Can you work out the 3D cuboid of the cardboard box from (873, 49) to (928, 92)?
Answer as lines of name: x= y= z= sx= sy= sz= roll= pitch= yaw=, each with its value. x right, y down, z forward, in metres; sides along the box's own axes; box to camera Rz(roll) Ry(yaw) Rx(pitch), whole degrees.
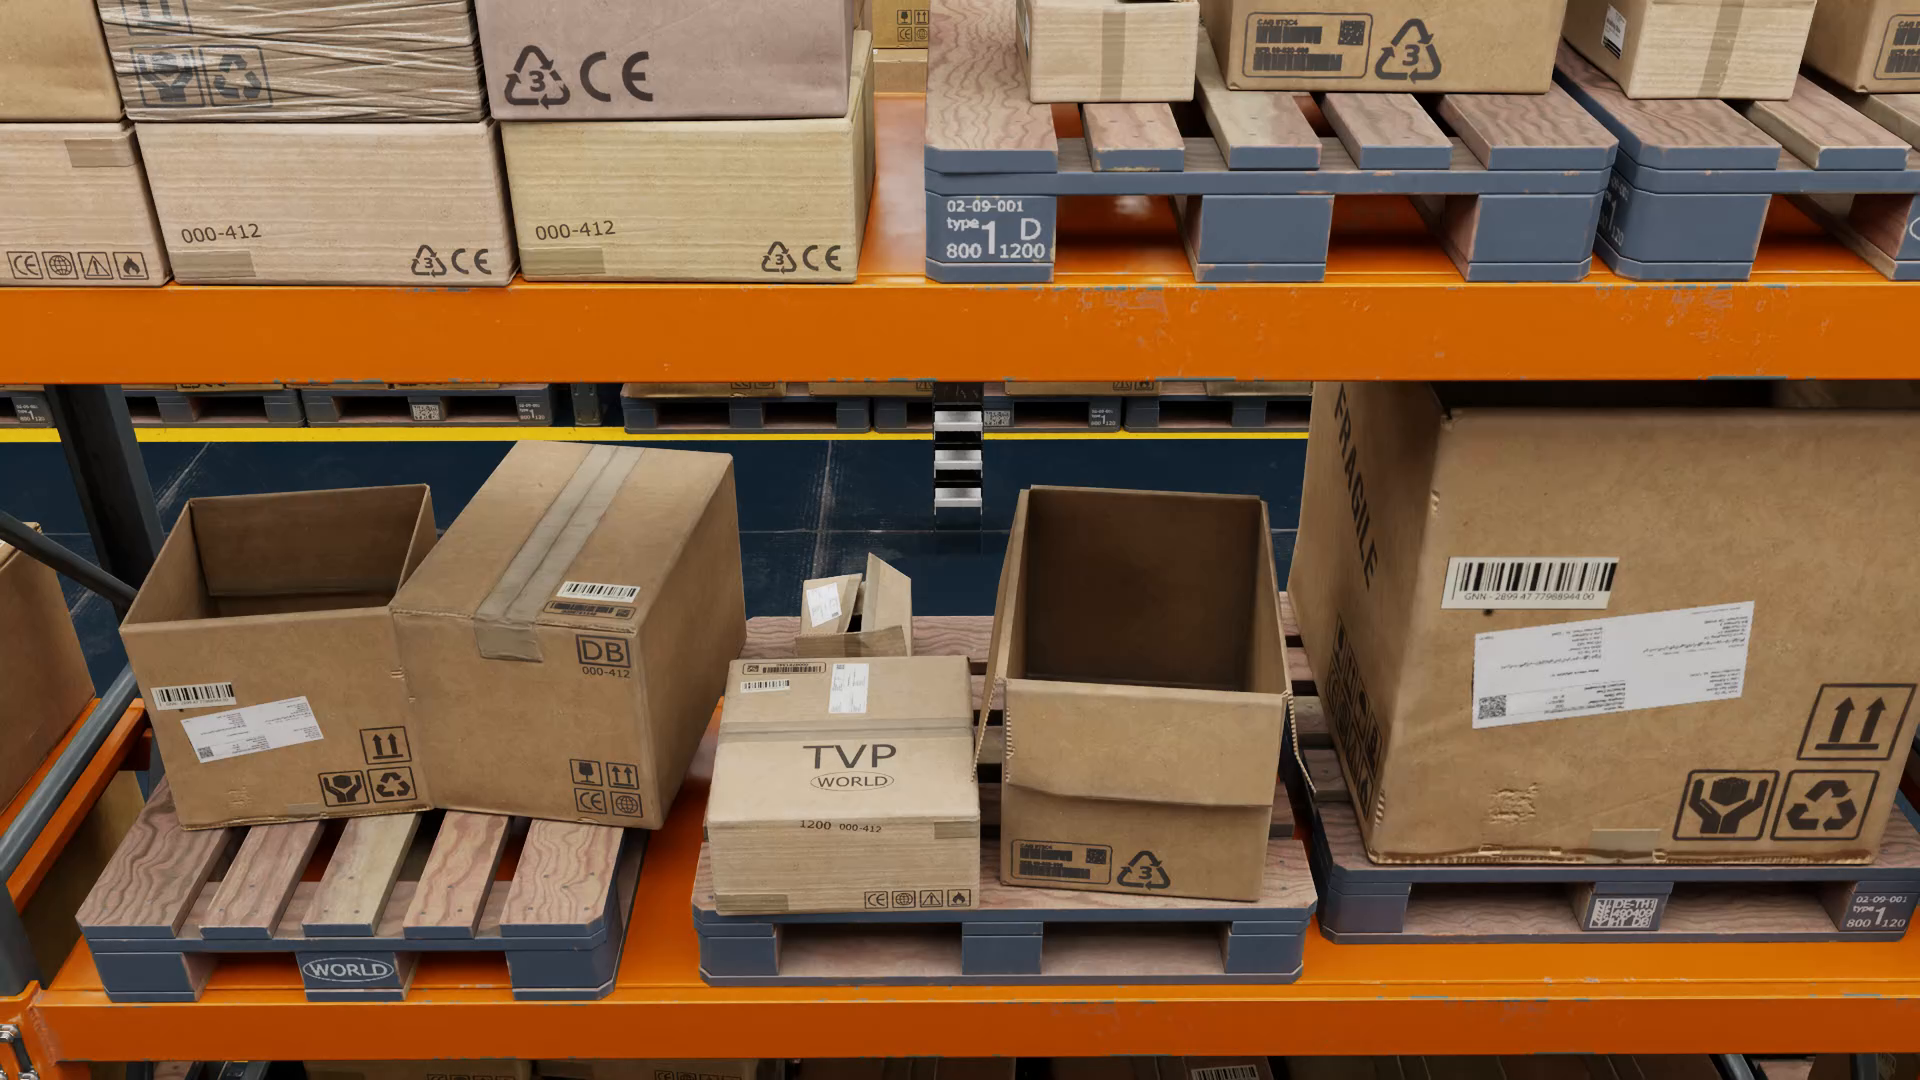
cardboard box: x=-0.364 y=-2.003 z=7.563 sx=0.500 sy=0.500 sz=0.500 roll=0 pitch=31 yaw=0

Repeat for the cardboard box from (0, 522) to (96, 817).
cardboard box: x=-2.386 y=0.296 z=3.774 sx=0.500 sy=0.500 sz=0.500 roll=1 pitch=31 yaw=1

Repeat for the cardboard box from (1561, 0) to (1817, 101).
cardboard box: x=1.162 y=-0.884 z=2.648 sx=0.258 sy=0.266 sz=0.396 roll=1 pitch=31 yaw=1

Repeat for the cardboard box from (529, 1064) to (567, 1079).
cardboard box: x=-1.229 y=1.347 z=4.124 sx=0.500 sy=0.500 sz=0.700 roll=-2 pitch=31 yaw=-3

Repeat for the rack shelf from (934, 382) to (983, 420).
rack shelf: x=-0.008 y=-0.587 z=6.894 sx=0.200 sy=0.077 sz=0.258 roll=0 pitch=31 yaw=0

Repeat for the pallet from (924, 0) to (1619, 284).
pallet: x=0.446 y=-0.785 z=2.941 sx=1.003 sy=0.211 sz=1.213 roll=0 pitch=31 yaw=0

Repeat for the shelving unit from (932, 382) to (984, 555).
shelving unit: x=-0.008 y=-0.385 z=7.017 sx=0.210 sy=0.900 sz=0.258 roll=0 pitch=31 yaw=0

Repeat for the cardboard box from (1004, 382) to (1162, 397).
cardboard box: x=0.587 y=-1.275 z=8.224 sx=0.750 sy=0.750 sz=1.050 roll=0 pitch=31 yaw=0

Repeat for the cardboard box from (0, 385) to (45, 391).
cardboard box: x=-4.558 y=-1.060 z=8.111 sx=0.500 sy=0.500 sz=0.500 roll=1 pitch=31 yaw=2

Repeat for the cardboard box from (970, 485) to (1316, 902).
cardboard box: x=0.368 y=0.296 z=3.367 sx=0.637 sy=0.503 sz=0.797 roll=3 pitch=31 yaw=5

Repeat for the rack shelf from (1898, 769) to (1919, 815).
rack shelf: x=4.101 y=0.767 z=3.787 sx=4.000 sy=0.370 sz=1.077 roll=0 pitch=31 yaw=0

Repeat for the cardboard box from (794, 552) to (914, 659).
cardboard box: x=-0.233 y=0.211 z=3.735 sx=0.258 sy=0.266 sz=0.396 roll=-1 pitch=31 yaw=-2

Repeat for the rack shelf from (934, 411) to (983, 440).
rack shelf: x=-0.008 y=-0.510 z=6.940 sx=0.200 sy=0.077 sz=0.258 roll=0 pitch=31 yaw=0

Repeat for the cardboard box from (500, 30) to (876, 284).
cardboard box: x=-0.400 y=-0.617 z=2.628 sx=0.500 sy=0.250 sz=0.500 roll=0 pitch=31 yaw=1

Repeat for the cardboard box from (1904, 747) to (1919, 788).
cardboard box: x=2.314 y=0.420 z=3.908 sx=0.250 sy=0.149 sz=0.380 roll=0 pitch=31 yaw=0

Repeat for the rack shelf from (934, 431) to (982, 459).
rack shelf: x=-0.008 y=-0.433 z=6.987 sx=0.200 sy=0.077 sz=0.258 roll=0 pitch=31 yaw=0

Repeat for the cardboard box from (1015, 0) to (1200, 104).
cardboard box: x=0.227 y=-0.838 z=2.669 sx=0.250 sy=0.166 sz=0.380 roll=-1 pitch=31 yaw=-2

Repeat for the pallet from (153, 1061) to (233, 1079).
pallet: x=-2.688 y=1.634 z=4.353 sx=1.213 sy=0.211 sz=1.003 roll=0 pitch=31 yaw=0

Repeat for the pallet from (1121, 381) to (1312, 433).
pallet: x=1.401 y=-0.873 z=8.486 sx=1.213 sy=0.211 sz=1.003 roll=0 pitch=31 yaw=0

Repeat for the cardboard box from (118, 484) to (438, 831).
cardboard box: x=-1.359 y=0.234 z=3.472 sx=0.500 sy=0.500 sz=0.500 roll=-4 pitch=31 yaw=-6

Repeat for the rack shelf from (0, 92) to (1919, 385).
rack shelf: x=0.101 y=-0.503 z=2.988 sx=4.000 sy=0.370 sz=1.077 roll=0 pitch=31 yaw=0

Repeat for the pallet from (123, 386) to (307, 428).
pallet: x=-3.826 y=-0.898 z=8.527 sx=1.213 sy=0.211 sz=1.003 roll=0 pitch=31 yaw=0

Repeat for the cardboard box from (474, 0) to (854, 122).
cardboard box: x=-0.417 y=-0.933 z=2.427 sx=0.500 sy=0.500 sz=0.500 roll=-1 pitch=31 yaw=-2

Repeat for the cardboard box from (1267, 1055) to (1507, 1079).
cardboard box: x=1.010 y=1.329 z=4.153 sx=0.500 sy=0.500 sz=0.700 roll=0 pitch=31 yaw=-1

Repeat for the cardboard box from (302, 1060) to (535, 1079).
cardboard box: x=-1.229 y=1.021 z=3.939 sx=0.500 sy=0.250 sz=0.500 roll=1 pitch=31 yaw=2

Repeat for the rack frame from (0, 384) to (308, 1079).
rack frame: x=-1.899 y=0.478 z=3.570 sx=0.127 sy=3.000 sz=1.000 roll=0 pitch=31 yaw=0

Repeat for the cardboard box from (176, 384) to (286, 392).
cardboard box: x=-3.532 y=-1.058 z=8.107 sx=0.500 sy=0.500 sz=0.500 roll=-2 pitch=31 yaw=-3

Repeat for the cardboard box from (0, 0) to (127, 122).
cardboard box: x=-1.427 y=-0.928 z=2.418 sx=0.500 sy=0.500 sz=0.500 roll=0 pitch=31 yaw=0

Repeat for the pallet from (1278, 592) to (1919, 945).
pallet: x=1.336 y=0.475 z=3.760 sx=1.213 sy=0.211 sz=1.003 roll=0 pitch=31 yaw=0

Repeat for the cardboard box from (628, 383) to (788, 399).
cardboard box: x=-1.218 y=-1.268 z=8.211 sx=0.750 sy=0.750 sz=1.050 roll=-1 pitch=31 yaw=-1

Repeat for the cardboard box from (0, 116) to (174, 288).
cardboard box: x=-1.427 y=-0.609 z=2.615 sx=0.500 sy=0.250 sz=0.500 roll=0 pitch=31 yaw=1

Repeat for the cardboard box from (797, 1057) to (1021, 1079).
cardboard box: x=-0.107 y=1.333 z=4.147 sx=0.500 sy=0.500 sz=0.700 roll=2 pitch=31 yaw=4

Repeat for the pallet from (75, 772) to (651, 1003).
pallet: x=-1.187 y=0.503 z=3.714 sx=1.003 sy=0.211 sz=1.213 roll=0 pitch=31 yaw=0

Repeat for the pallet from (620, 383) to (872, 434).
pallet: x=-1.039 y=-0.866 z=8.474 sx=1.213 sy=0.211 sz=1.003 roll=0 pitch=31 yaw=0

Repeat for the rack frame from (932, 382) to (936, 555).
rack frame: x=-0.110 y=-0.384 z=7.016 sx=0.006 sy=0.900 sz=0.240 roll=0 pitch=31 yaw=0

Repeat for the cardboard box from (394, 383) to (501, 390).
cardboard box: x=-2.484 y=-1.068 z=8.123 sx=0.500 sy=0.500 sz=0.500 roll=0 pitch=31 yaw=-1
